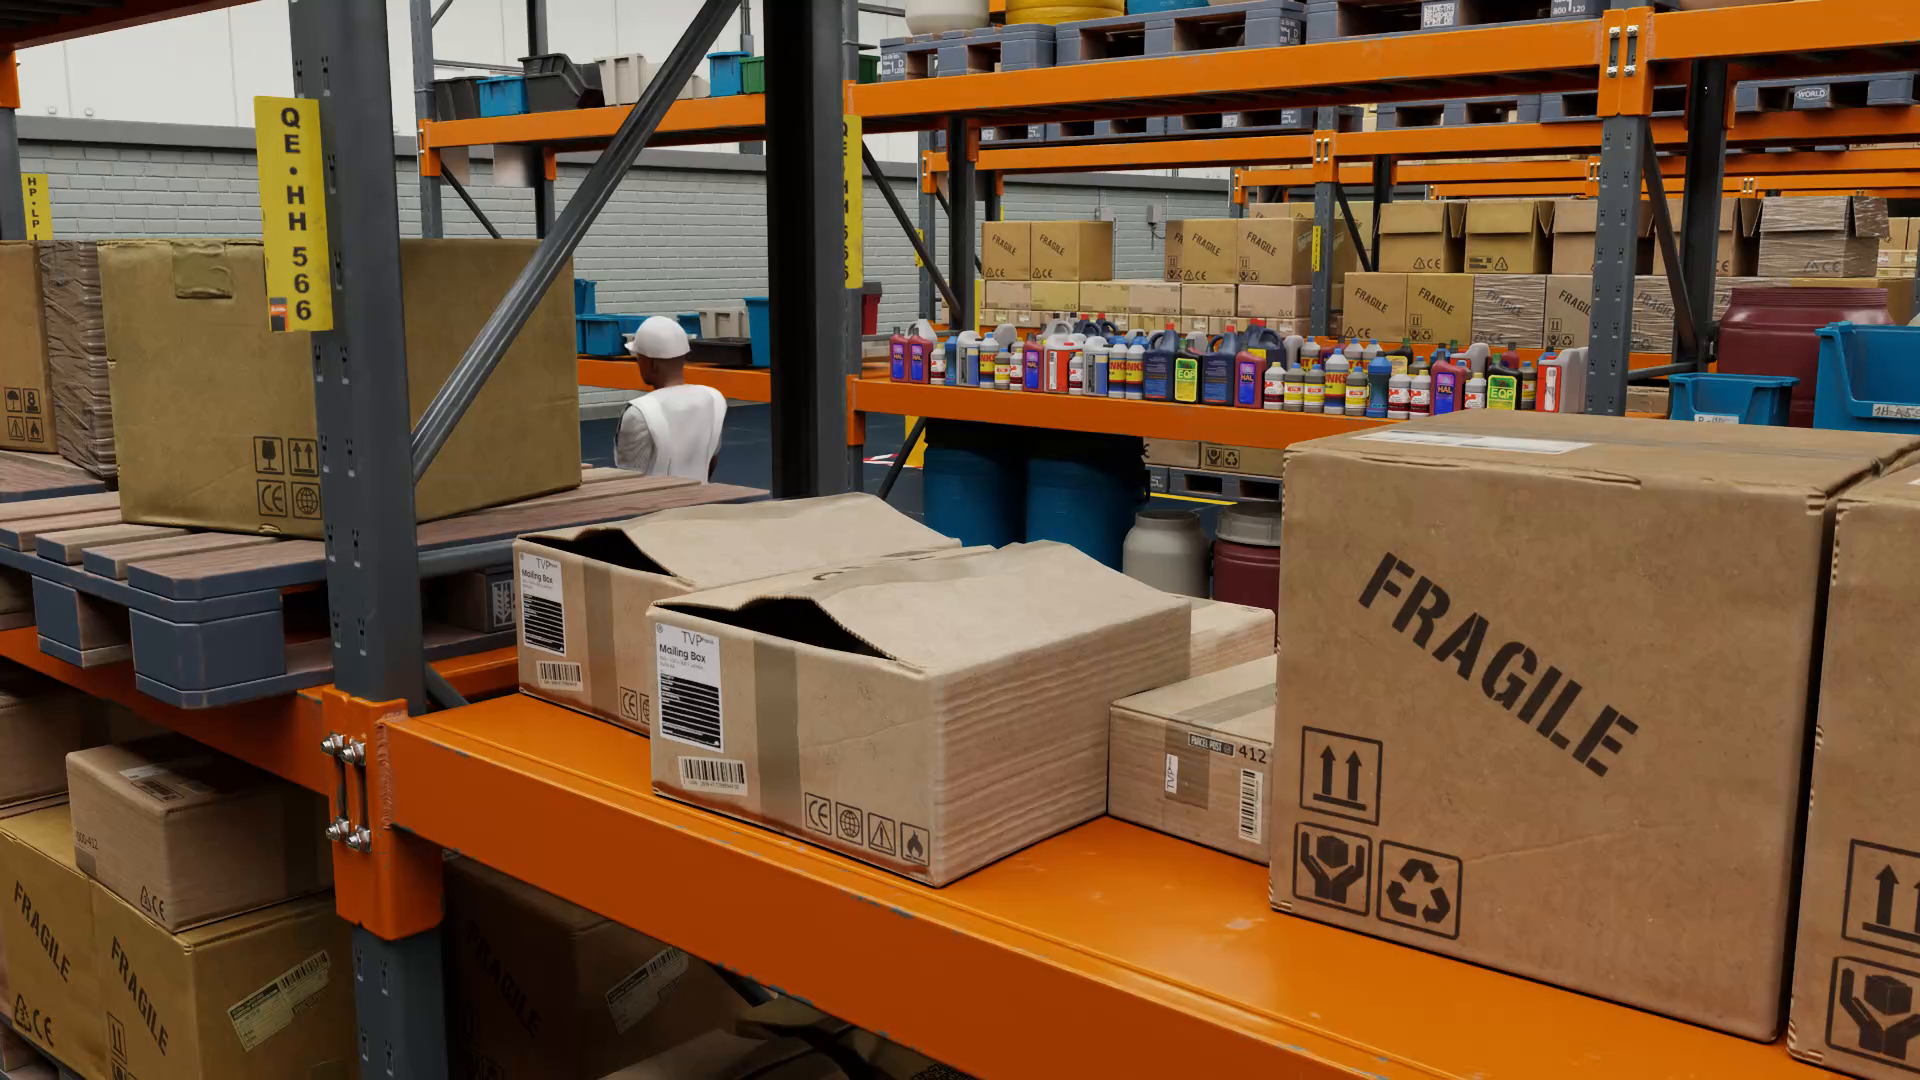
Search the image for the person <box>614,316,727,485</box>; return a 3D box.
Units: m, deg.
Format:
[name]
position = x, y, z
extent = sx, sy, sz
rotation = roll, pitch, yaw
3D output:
[person]
position = -1.307, -0.066, 6.916
extent = 0.630, 1.728, 0.576
rotation = 7, 12, 36
